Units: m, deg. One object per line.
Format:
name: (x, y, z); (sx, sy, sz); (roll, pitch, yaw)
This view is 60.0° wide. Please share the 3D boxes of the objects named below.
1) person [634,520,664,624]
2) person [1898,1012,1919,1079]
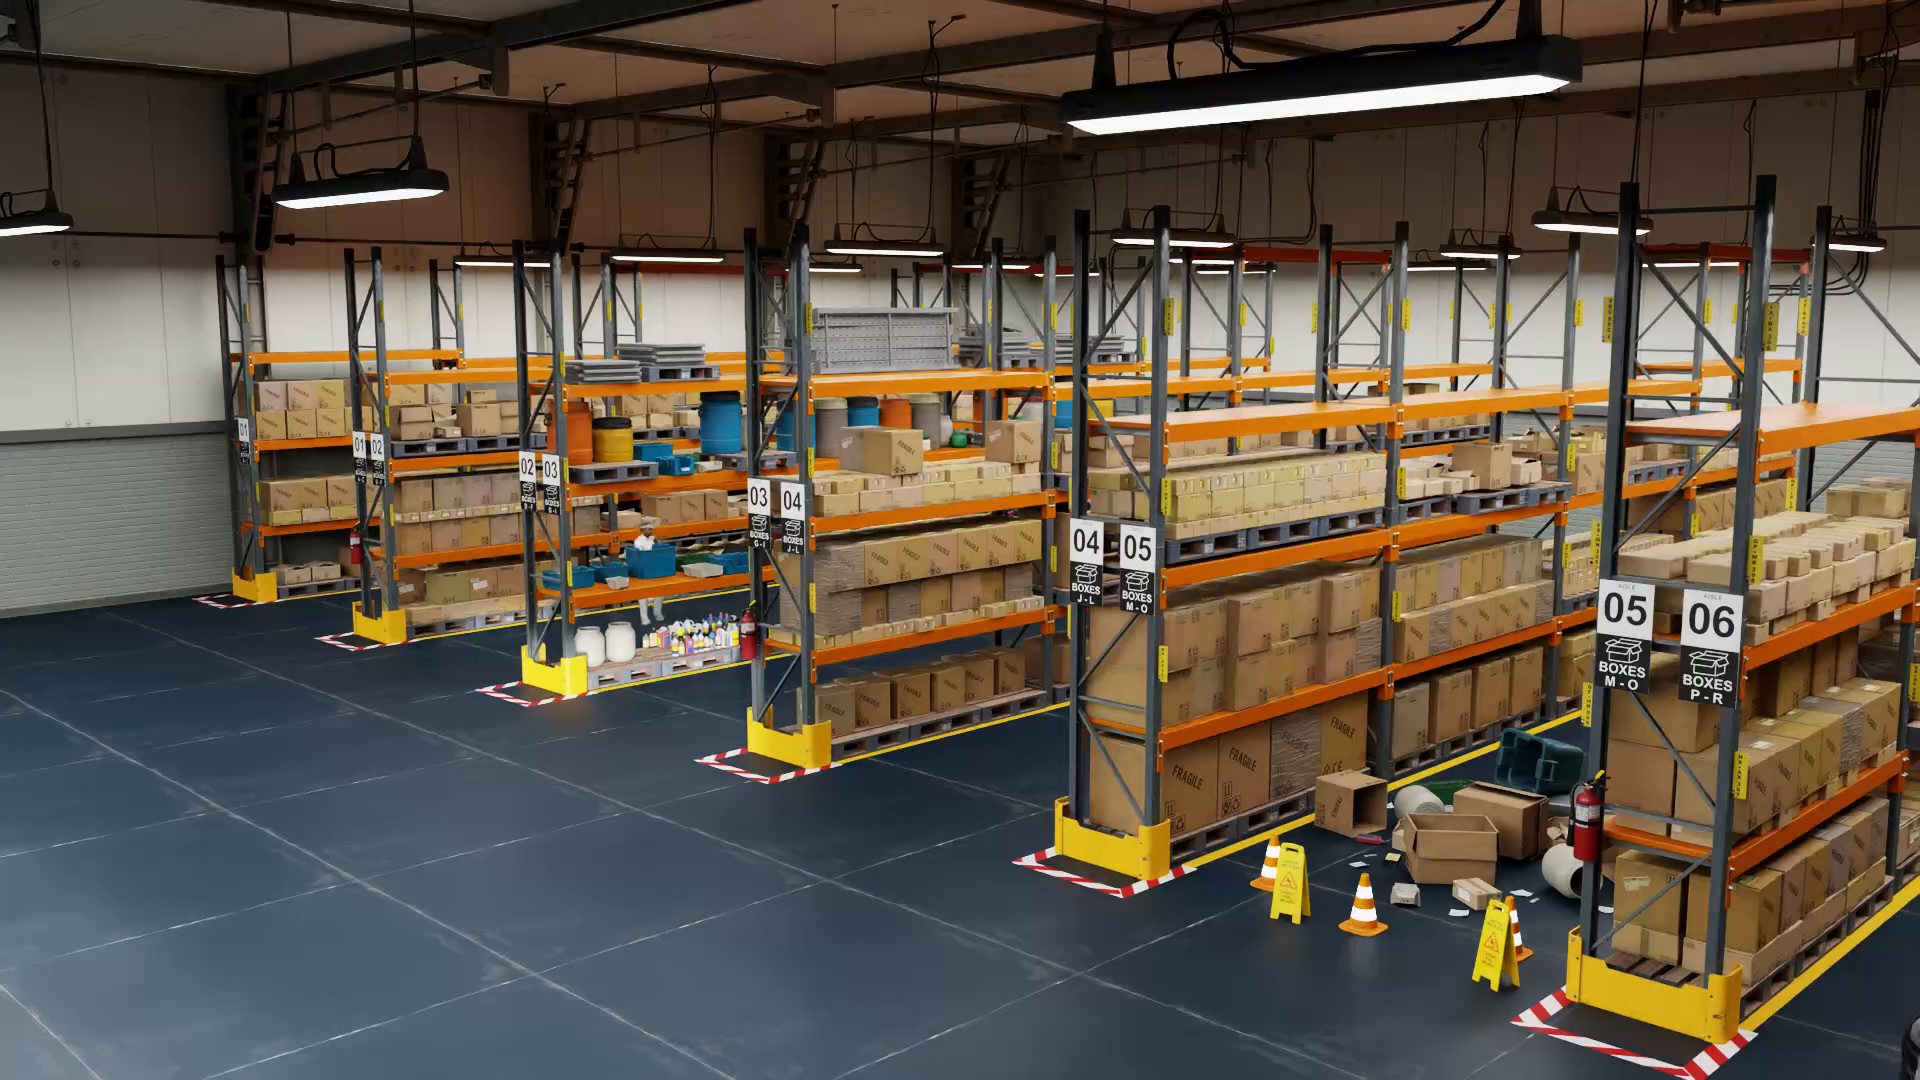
person: (-5.082, 0.523, 27.106); (0.540, 1.718, 0.421); (-7, 10, -39)
person: (5.351, 3.065, 9.046); (0.898, 1.685, 0.522); (2, 8, 14)
